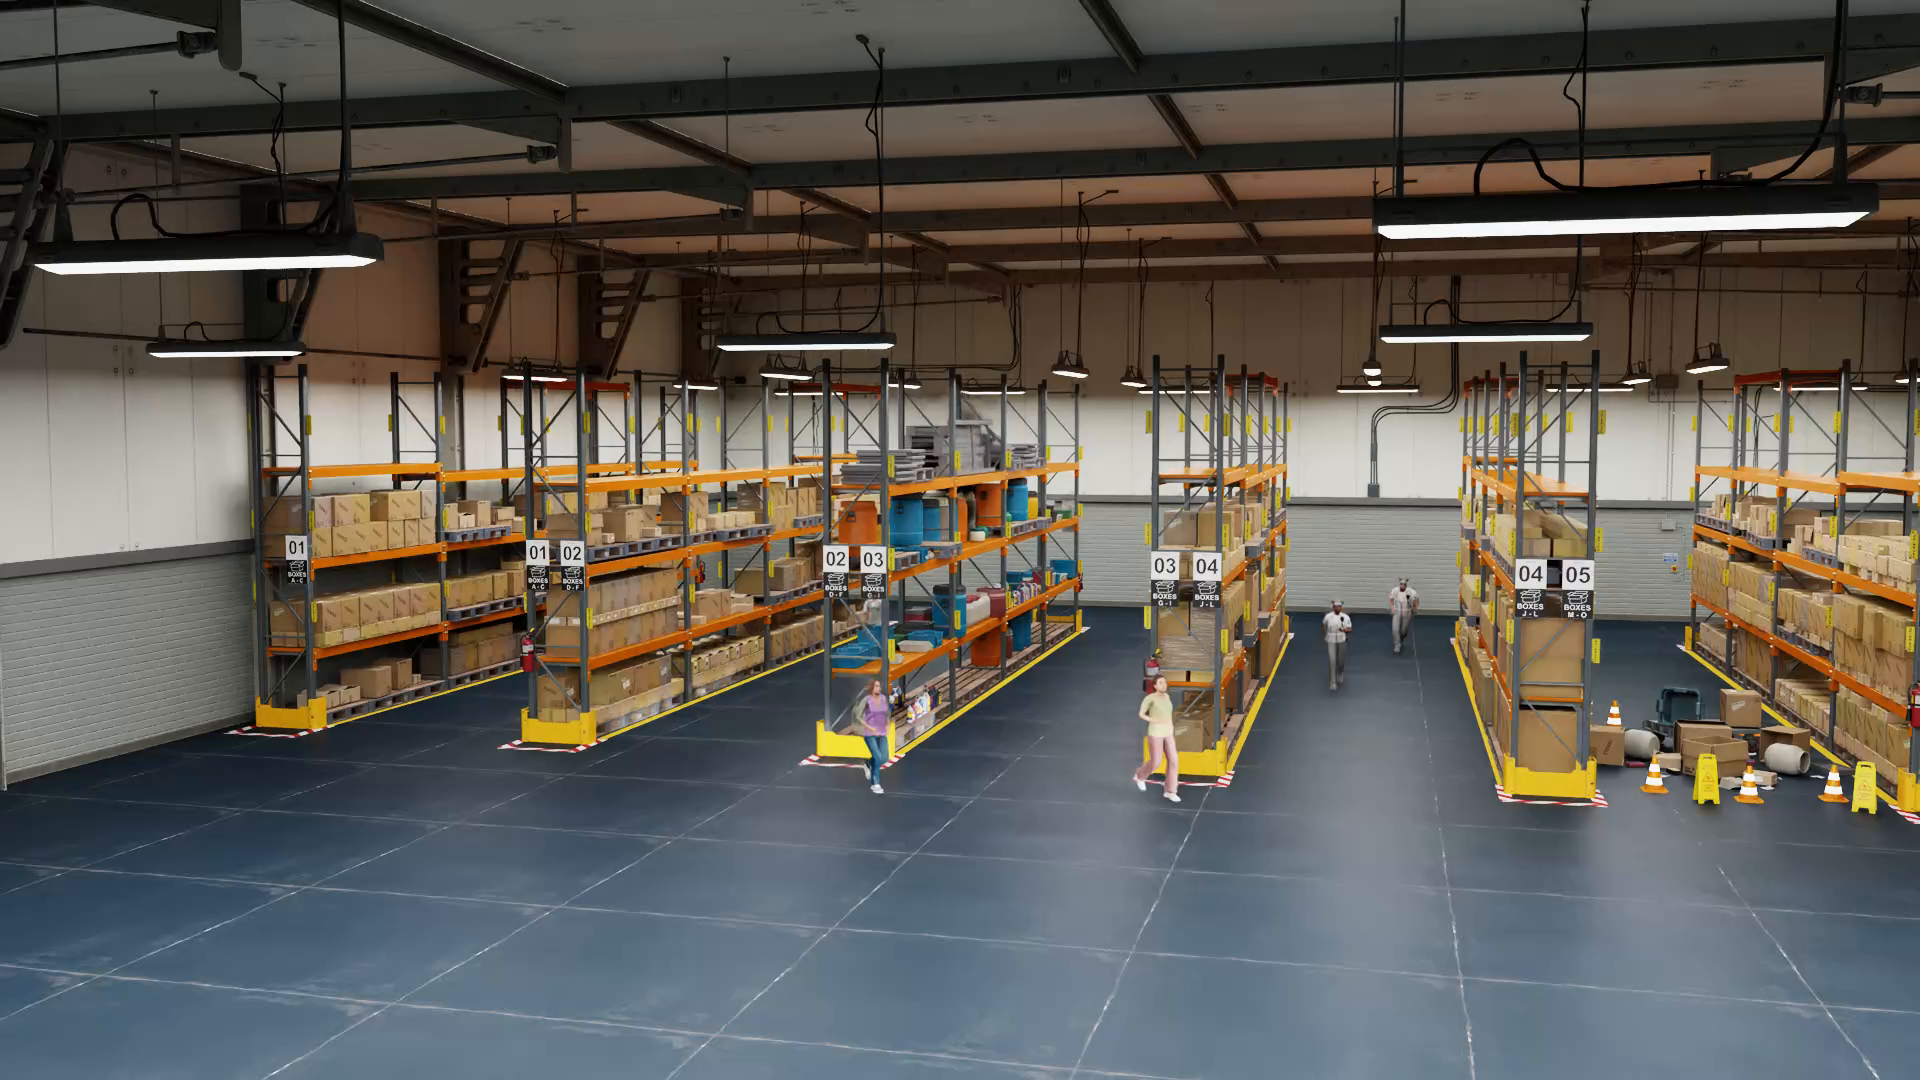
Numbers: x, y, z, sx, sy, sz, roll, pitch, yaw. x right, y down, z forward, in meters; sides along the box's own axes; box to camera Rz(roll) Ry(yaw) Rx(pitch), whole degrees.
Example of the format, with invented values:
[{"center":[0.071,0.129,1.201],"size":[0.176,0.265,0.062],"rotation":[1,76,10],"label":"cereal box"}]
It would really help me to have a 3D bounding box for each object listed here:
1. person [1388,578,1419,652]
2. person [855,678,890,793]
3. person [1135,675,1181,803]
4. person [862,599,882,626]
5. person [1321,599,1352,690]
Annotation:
[{"center":[9.857,1.644,36.930],"size":[0.660,1.685,0.848],"rotation":[2,4,22],"label":"person"},{"center":[-1.200,2.658,22.770],"size":[0.563,1.557,0.579],"rotation":[-3,5,-38],"label":"person"},{"center":[2.659,2.640,22.335],"size":[0.583,1.676,0.804],"rotation":[-2,5,-32],"label":"person"},{"center":[-1.817,1.774,35.189],"size":[0.511,1.568,0.637],"rotation":[1,4,12],"label":"person"},{"center":[7.168,1.955,31.656],"size":[0.575,1.679,0.921],"rotation":[1,4,11],"label":"person"}]
